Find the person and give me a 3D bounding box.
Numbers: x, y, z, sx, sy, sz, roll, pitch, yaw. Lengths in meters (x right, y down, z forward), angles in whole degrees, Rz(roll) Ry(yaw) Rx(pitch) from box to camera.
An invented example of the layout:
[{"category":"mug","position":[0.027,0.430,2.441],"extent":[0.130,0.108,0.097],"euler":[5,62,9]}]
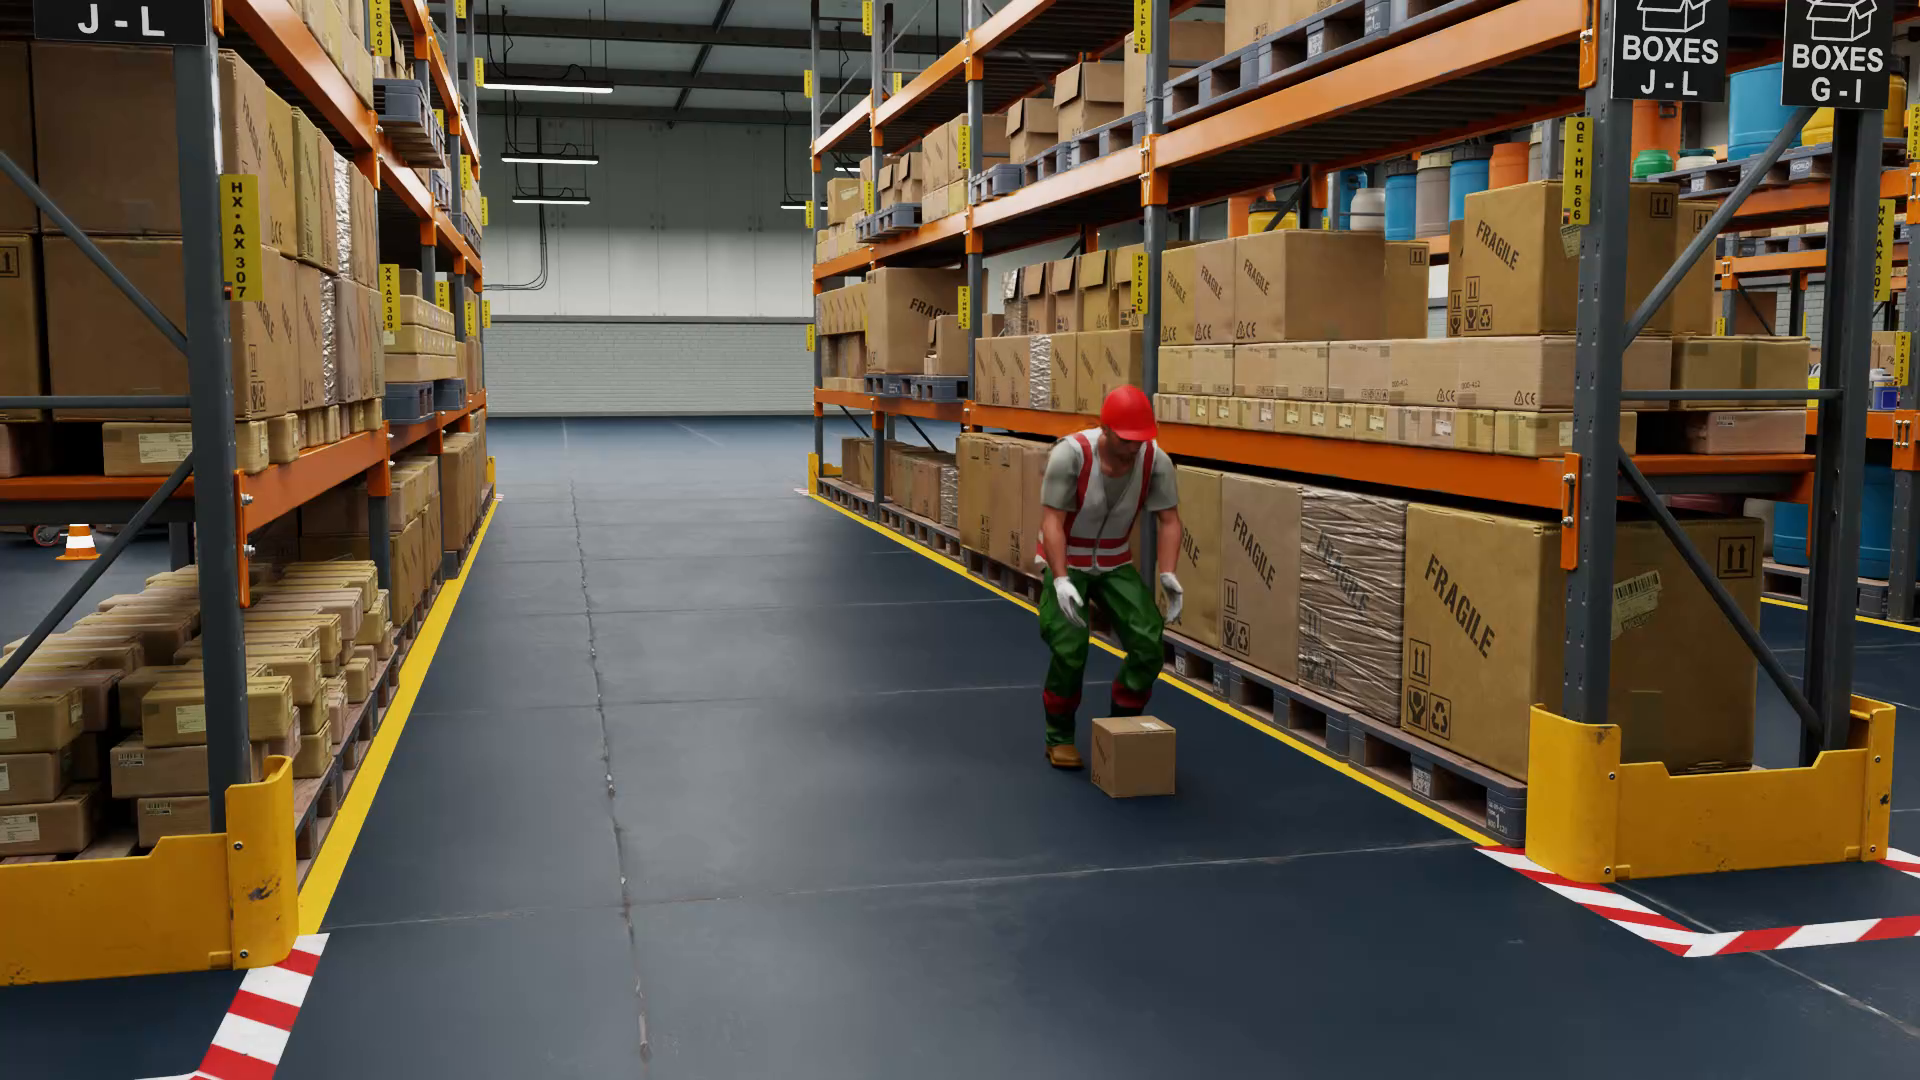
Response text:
[{"category":"person","position":[2.463,-0.497,12.728],"extent":[7.045,1.528,11.702],"euler":[-1,6,-13]}]
